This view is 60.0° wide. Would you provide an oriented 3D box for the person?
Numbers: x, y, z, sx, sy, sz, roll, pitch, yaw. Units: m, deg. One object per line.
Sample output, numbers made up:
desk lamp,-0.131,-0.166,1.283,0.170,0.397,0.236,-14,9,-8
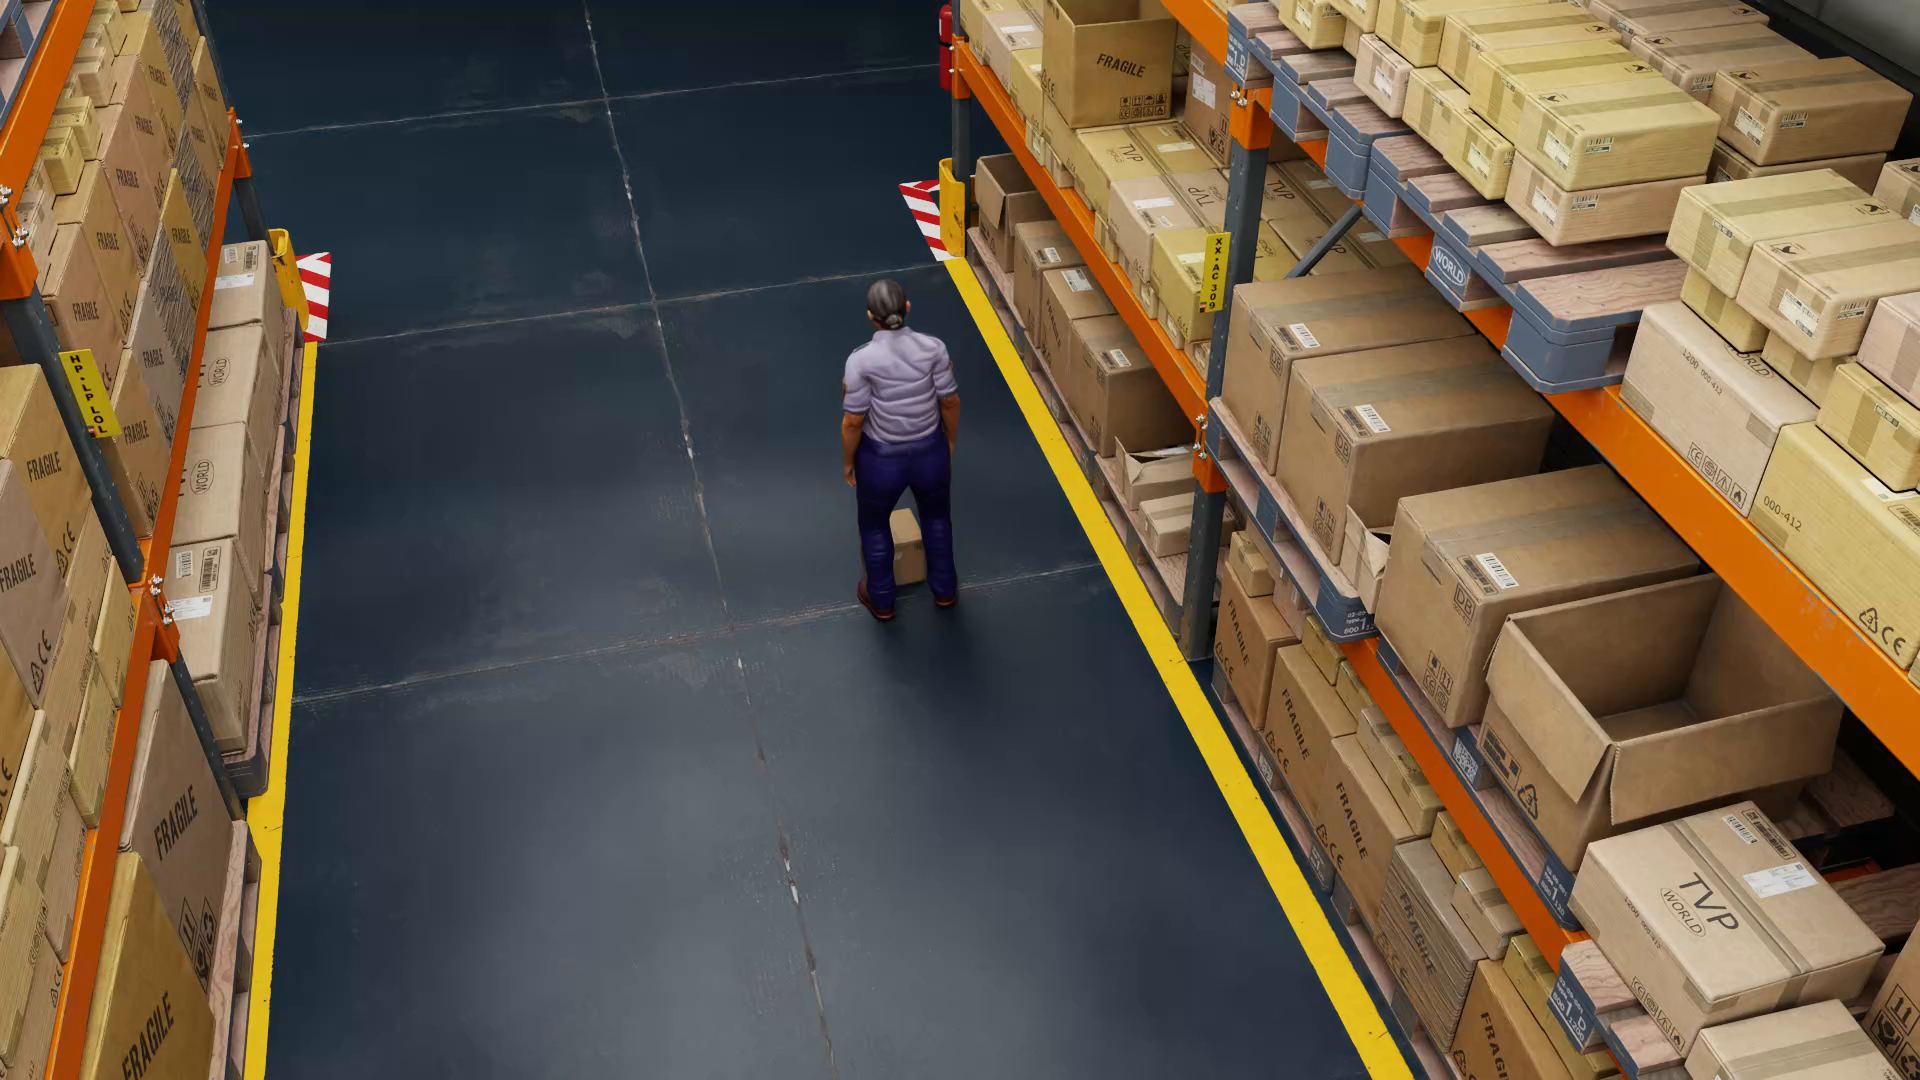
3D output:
person,-0.246,-0.363,7.179,0.547,1.650,0.366,-11,40,-14
